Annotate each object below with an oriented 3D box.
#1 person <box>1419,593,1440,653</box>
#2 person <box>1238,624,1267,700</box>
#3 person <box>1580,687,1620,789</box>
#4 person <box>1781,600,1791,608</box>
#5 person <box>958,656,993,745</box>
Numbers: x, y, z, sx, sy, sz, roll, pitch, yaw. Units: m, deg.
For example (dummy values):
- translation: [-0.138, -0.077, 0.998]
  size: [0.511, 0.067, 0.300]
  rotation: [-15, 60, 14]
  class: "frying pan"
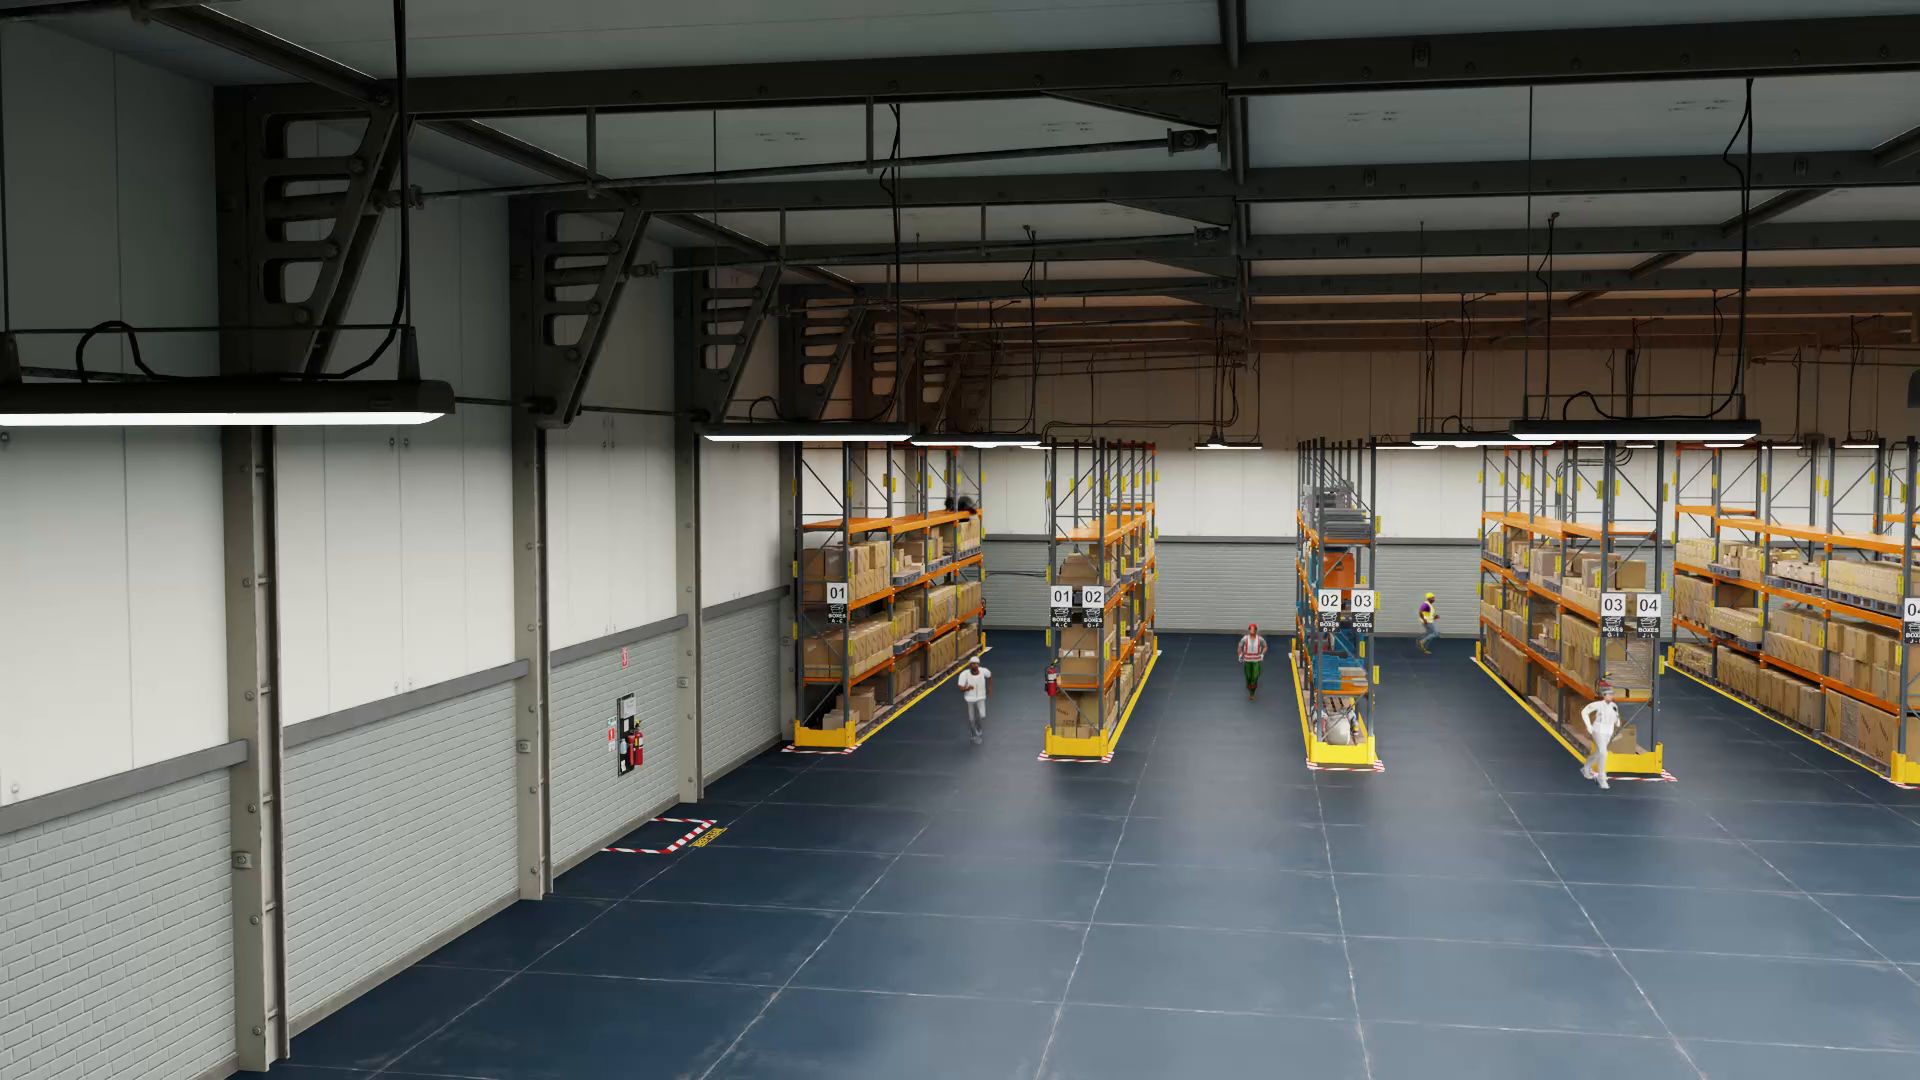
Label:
- translation: [13.355, 2.360, 47.282]
  size: [0.568, 1.718, 0.704]
  rotation: [1, 3, 21]
  class: "person"
- translation: [6.816, 2.818, 38.716]
  size: [0.670, 1.752, 0.611]
  rotation: [0, 3, 9]
  class: "person"
- translation: [11.092, 3.373, 28.709]
  size: [0.628, 1.719, 0.815]
  rotation: [-1, 3, -22]
  class: "person"
- translation: [22.530, 2.484, 45.370]
  size: [0.661, 1.677, 0.681]
  rotation: [1, 3, 13]
  class: "person"
- translation: [0.311, 3.124, 32.441]
  size: [0.734, 1.745, 0.807]
  rotation: [0, 3, -9]
  class: "person"
